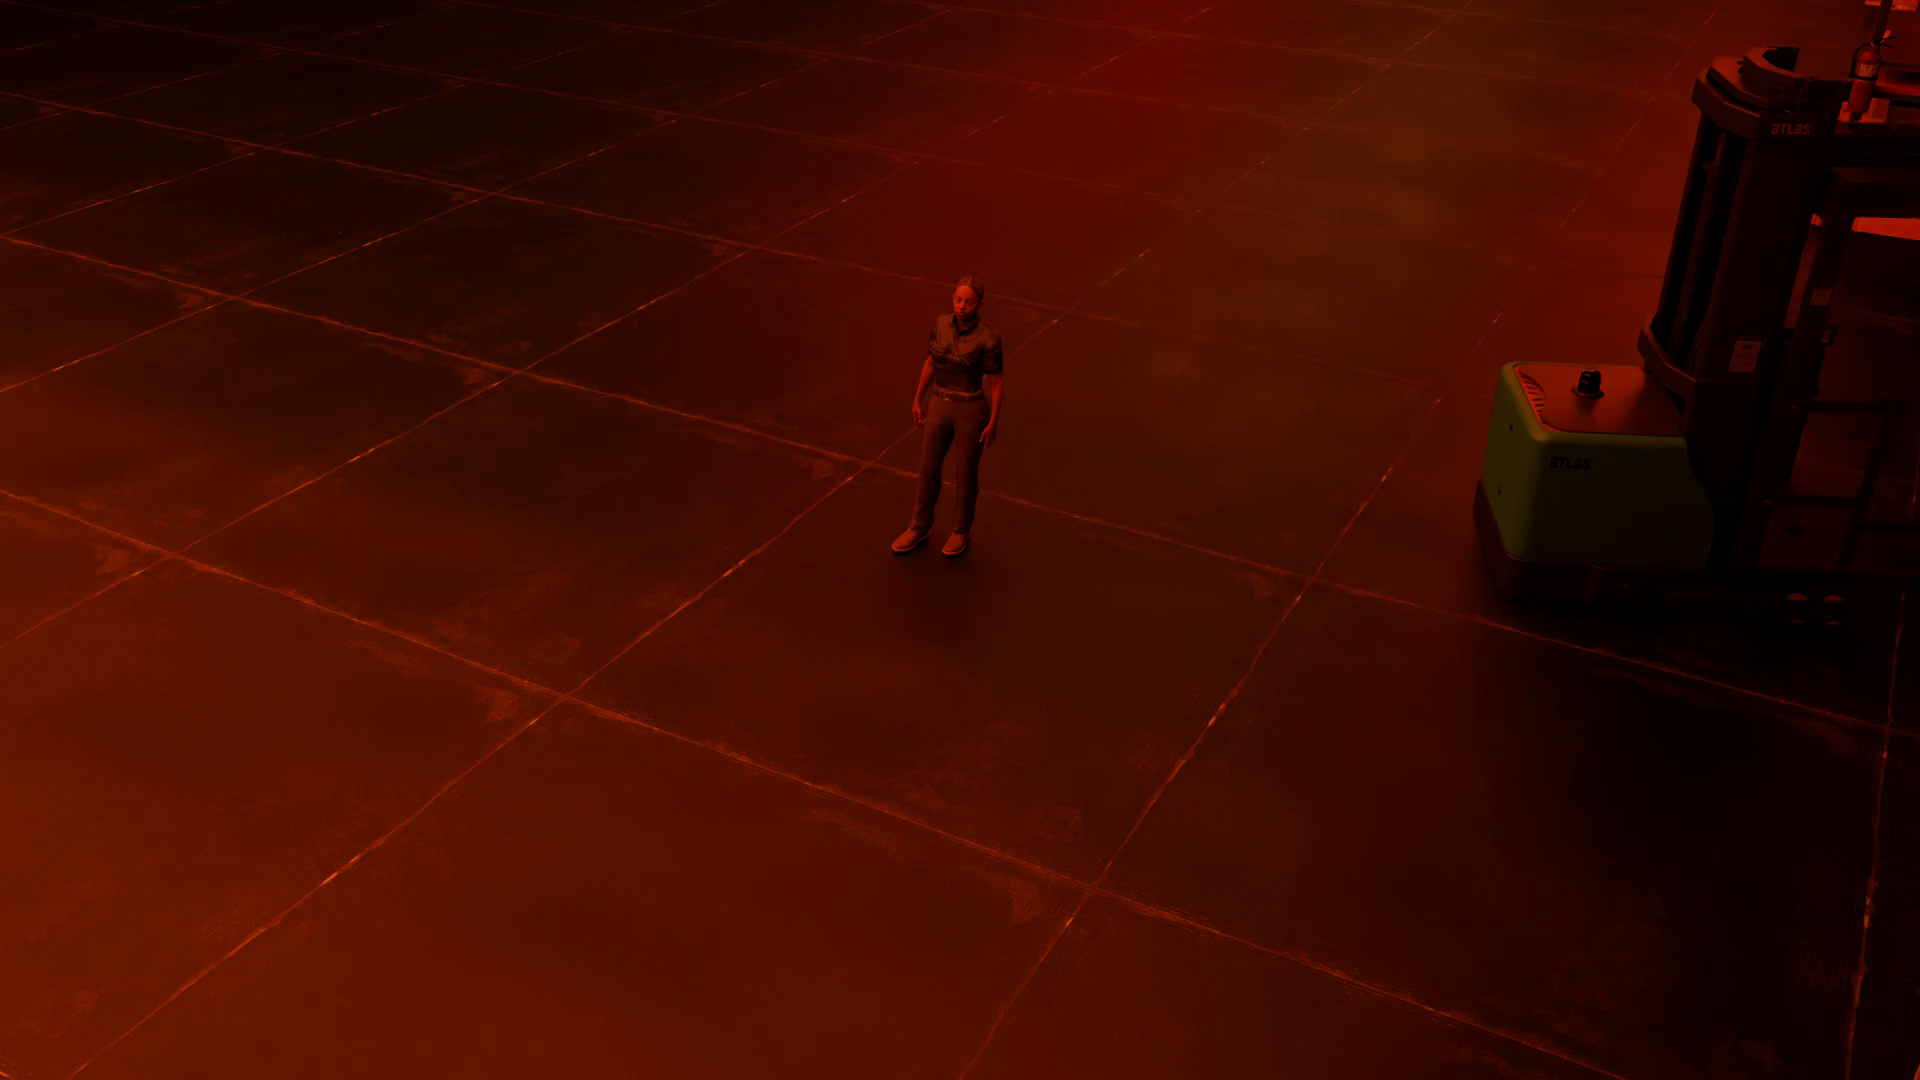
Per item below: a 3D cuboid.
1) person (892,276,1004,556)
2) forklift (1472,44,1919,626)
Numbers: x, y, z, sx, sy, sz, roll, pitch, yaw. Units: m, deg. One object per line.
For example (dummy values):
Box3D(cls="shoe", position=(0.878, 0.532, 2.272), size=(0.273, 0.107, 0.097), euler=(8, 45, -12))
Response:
Box3D(cls="person", position=(-0.059, -0.689, 9.527), size=(0.570, 1.656, 0.503), euler=(15, 33, 25))
Box3D(cls="forklift", position=(4.586, -1.076, 8.935), size=(3.031, 2.935, 1.130), euler=(3, 30, 5))
